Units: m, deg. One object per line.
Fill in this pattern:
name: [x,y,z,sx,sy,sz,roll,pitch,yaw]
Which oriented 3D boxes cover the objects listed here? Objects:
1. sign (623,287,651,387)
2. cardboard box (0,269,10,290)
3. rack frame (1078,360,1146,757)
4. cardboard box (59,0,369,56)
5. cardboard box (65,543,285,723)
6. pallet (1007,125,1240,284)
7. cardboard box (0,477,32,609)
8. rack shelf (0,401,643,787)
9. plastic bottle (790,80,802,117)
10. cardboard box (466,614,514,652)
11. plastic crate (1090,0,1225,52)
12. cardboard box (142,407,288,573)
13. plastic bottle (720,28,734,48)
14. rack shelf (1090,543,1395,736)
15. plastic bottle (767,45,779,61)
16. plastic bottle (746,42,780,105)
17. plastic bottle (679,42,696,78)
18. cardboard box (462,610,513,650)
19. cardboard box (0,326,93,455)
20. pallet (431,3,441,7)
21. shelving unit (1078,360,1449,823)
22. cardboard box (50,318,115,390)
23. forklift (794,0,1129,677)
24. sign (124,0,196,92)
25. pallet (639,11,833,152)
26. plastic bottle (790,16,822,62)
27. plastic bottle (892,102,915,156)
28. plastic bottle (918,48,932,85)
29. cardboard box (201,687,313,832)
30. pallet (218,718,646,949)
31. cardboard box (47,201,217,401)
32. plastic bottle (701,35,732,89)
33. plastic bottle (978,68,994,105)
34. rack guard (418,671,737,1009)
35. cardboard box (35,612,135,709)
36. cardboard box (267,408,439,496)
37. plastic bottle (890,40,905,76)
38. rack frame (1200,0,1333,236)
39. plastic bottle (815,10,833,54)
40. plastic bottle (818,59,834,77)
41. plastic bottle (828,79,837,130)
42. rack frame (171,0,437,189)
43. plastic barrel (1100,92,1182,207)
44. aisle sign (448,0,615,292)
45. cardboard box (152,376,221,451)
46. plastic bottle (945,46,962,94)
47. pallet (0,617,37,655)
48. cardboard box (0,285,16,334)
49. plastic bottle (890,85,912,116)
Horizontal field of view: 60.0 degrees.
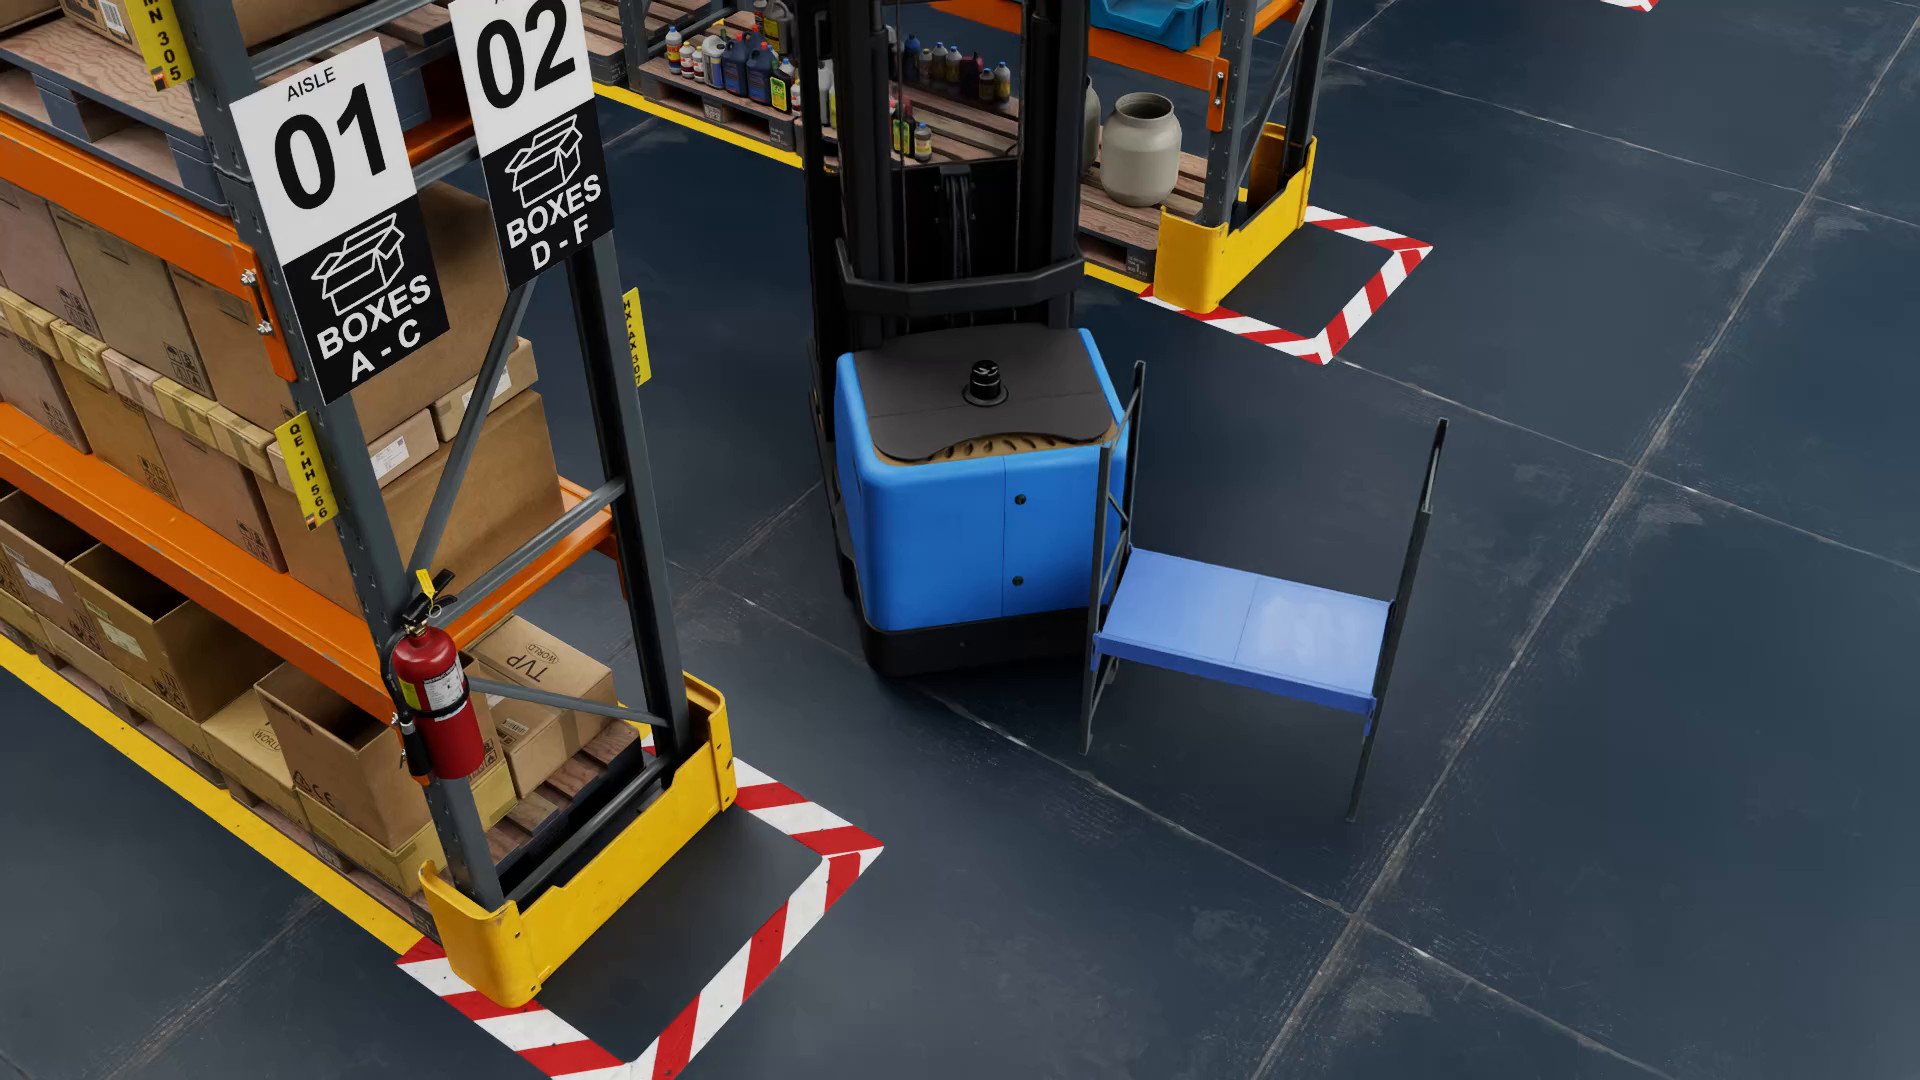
sign: [-0.976,-0.593,4.955,0.005,0.325,0.100,25,48,25]
cardboard box: [-2.975,-1.250,5.350,0.500,0.500,0.700,25,48,25]
rack frame: [0.542,0.104,6.009,0.032,1.500,0.500,12,43,14]
cardboard box: [-1.768,-1.528,3.961,0.637,0.503,0.797,28,49,28]
cardboard box: [-2.737,0.230,5.928,0.500,0.500,0.500,25,48,25]
pallet: [0.796,-1.922,9.239,1.213,0.211,1.003,25,48,25]
cardboard box: [-3.556,-0.152,6.355,0.500,0.500,0.500,25,48,25]
rack shelf: [-2.937,-0.438,6.030,4.000,0.370,1.077,25,48,25]
plastic bottle: [-0.932,-2.567,9.638,0.097,0.201,0.097,0,42,0]
cardboard box: [-2.023,0.411,6.288,0.500,0.250,0.500,25,48,25]
plastic crate: [0.966,-2.616,8.036,0.616,0.251,0.499,25,48,25]
cardboard box: [-2.107,-0.362,5.330,0.500,0.500,0.700,26,48,26]
plastic bottle: [-1.377,-2.915,9.965,0.133,0.283,0.061,25,48,25]
rack shelf: [1.025,0.345,6.010,1.000,0.185,0.538,12,43,14]
plastic bottle: [-1.117,-2.797,9.842,0.097,0.271,0.097,0,42,0]
plastic bottle: [-1.150,-2.744,9.724,0.185,0.351,0.144,23,47,24]
plastic bottle: [-1.635,-2.896,10.005,0.097,0.201,0.097,0,42,0]
cardboard box: [-2.021,0.131,6.039,0.500,0.500,0.500,25,48,25]
cardboard box: [-2.944,-0.755,5.769,0.500,0.500,0.700,27,48,27]
pallet: [-3.396,-3.882,11.430,1.213,0.211,1.003,25,48,25]
shelving unit: [1.025,0.211,5.890,1.048,1.500,0.538,12,43,14]
cardboard box: [-2.566,-0.657,5.173,0.250,0.149,0.380,27,48,27]
forklift: [-0.105,-1.545,6.779,1.130,2.935,3.031,-7,42,-8]
sign: [-1.623,-1.068,3.340,0.005,0.325,0.100,25,48,25]
pallet: [-1.201,-2.856,10.283,1.213,0.211,1.003,25,48,25]
plastic bottle: [-0.942,-3.071,10.145,0.135,0.276,0.152,25,48,25]
plastic bottle: [-0.314,-2.294,9.271,0.133,0.283,0.061,26,48,26]
plastic bottle: [-0.202,-2.836,9.939,0.097,0.201,0.097,0,42,0]
cardboard box: [-2.325,0.699,5.967,0.500,0.250,0.500,25,48,25]
pallet: [-1.950,0.829,6.166,1.213,0.211,1.003,25,48,25]
cardboard box: [-2.152,-0.866,4.920,0.500,0.500,0.700,24,47,24]
plastic bottle: [-1.438,-2.854,9.902,0.135,0.276,0.152,27,48,27]
plastic bottle: [0.157,-2.669,9.751,0.097,0.201,0.097,0,42,0]
rack guard: [-1.280,1.000,5.757,0.348,0.500,1.175,25,48,25]
cardboard box: [-3.143,0.316,6.395,0.500,0.250,0.500,25,48,25]
cardboard box: [-1.722,-0.262,4.732,0.250,0.149,0.380,24,47,25]
plastic bottle: [-0.370,-2.915,10.027,0.097,0.201,0.097,0,42,0]
rack frame: [1.548,-2.643,7.955,0.127,3.000,1.000,25,48,25]
plastic bottle: [-0.878,-3.189,10.221,0.185,0.351,0.144,23,47,23]
plastic bottle: [-0.738,-2.644,9.668,0.135,0.276,0.152,25,48,25]
plastic bottle: [-0.650,-2.510,9.462,0.185,0.351,0.144,27,48,27]
rack frame: [-1.300,-2.176,2.934,0.127,3.000,1.000,25,48,25]
plastic barrel: [0.965,-2.083,8.879,0.421,0.512,0.421,0,42,0]
aisle sign: [-1.070,-1.051,4.226,0.004,0.787,0.394,25,48,25]
cardboard box: [-2.146,-0.459,4.952,0.250,0.149,0.380,24,47,25]
plastic bottle: [-0.039,-2.786,9.830,0.097,0.271,0.097,0,42,0]
pallet: [-3.948,-0.106,7.210,1.213,0.211,1.003,25,48,25]
cardboard box: [-2.993,-0.855,5.394,0.250,0.149,0.380,24,47,25]
plastic bottle: [-0.338,-2.429,9.422,0.133,0.283,0.061,25,48,25]
